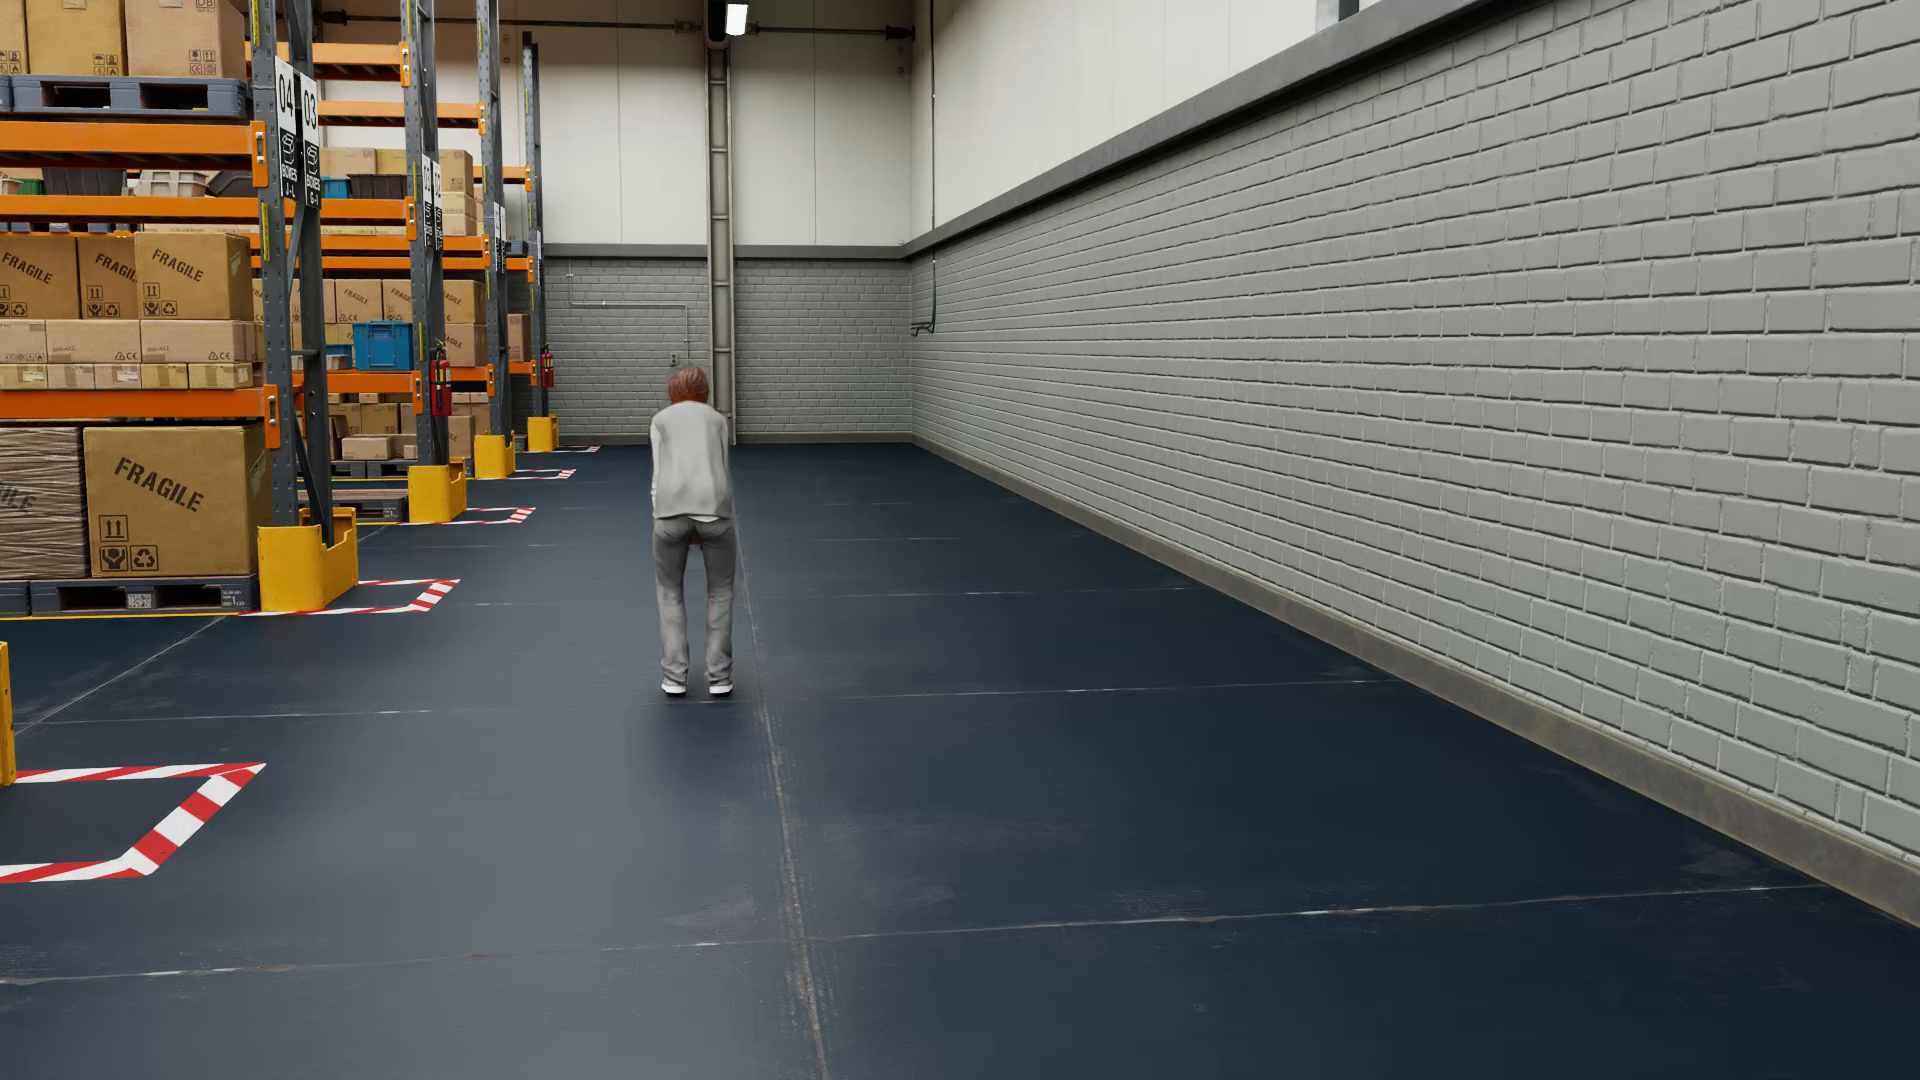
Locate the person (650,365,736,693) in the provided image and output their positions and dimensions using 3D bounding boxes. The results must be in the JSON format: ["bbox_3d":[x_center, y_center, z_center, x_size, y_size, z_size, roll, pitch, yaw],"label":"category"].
[{"bbox_3d":[-1.207,-0.052,7.529,0.373,1.472,0.637,-1,7,-10],"label":"person"}]
